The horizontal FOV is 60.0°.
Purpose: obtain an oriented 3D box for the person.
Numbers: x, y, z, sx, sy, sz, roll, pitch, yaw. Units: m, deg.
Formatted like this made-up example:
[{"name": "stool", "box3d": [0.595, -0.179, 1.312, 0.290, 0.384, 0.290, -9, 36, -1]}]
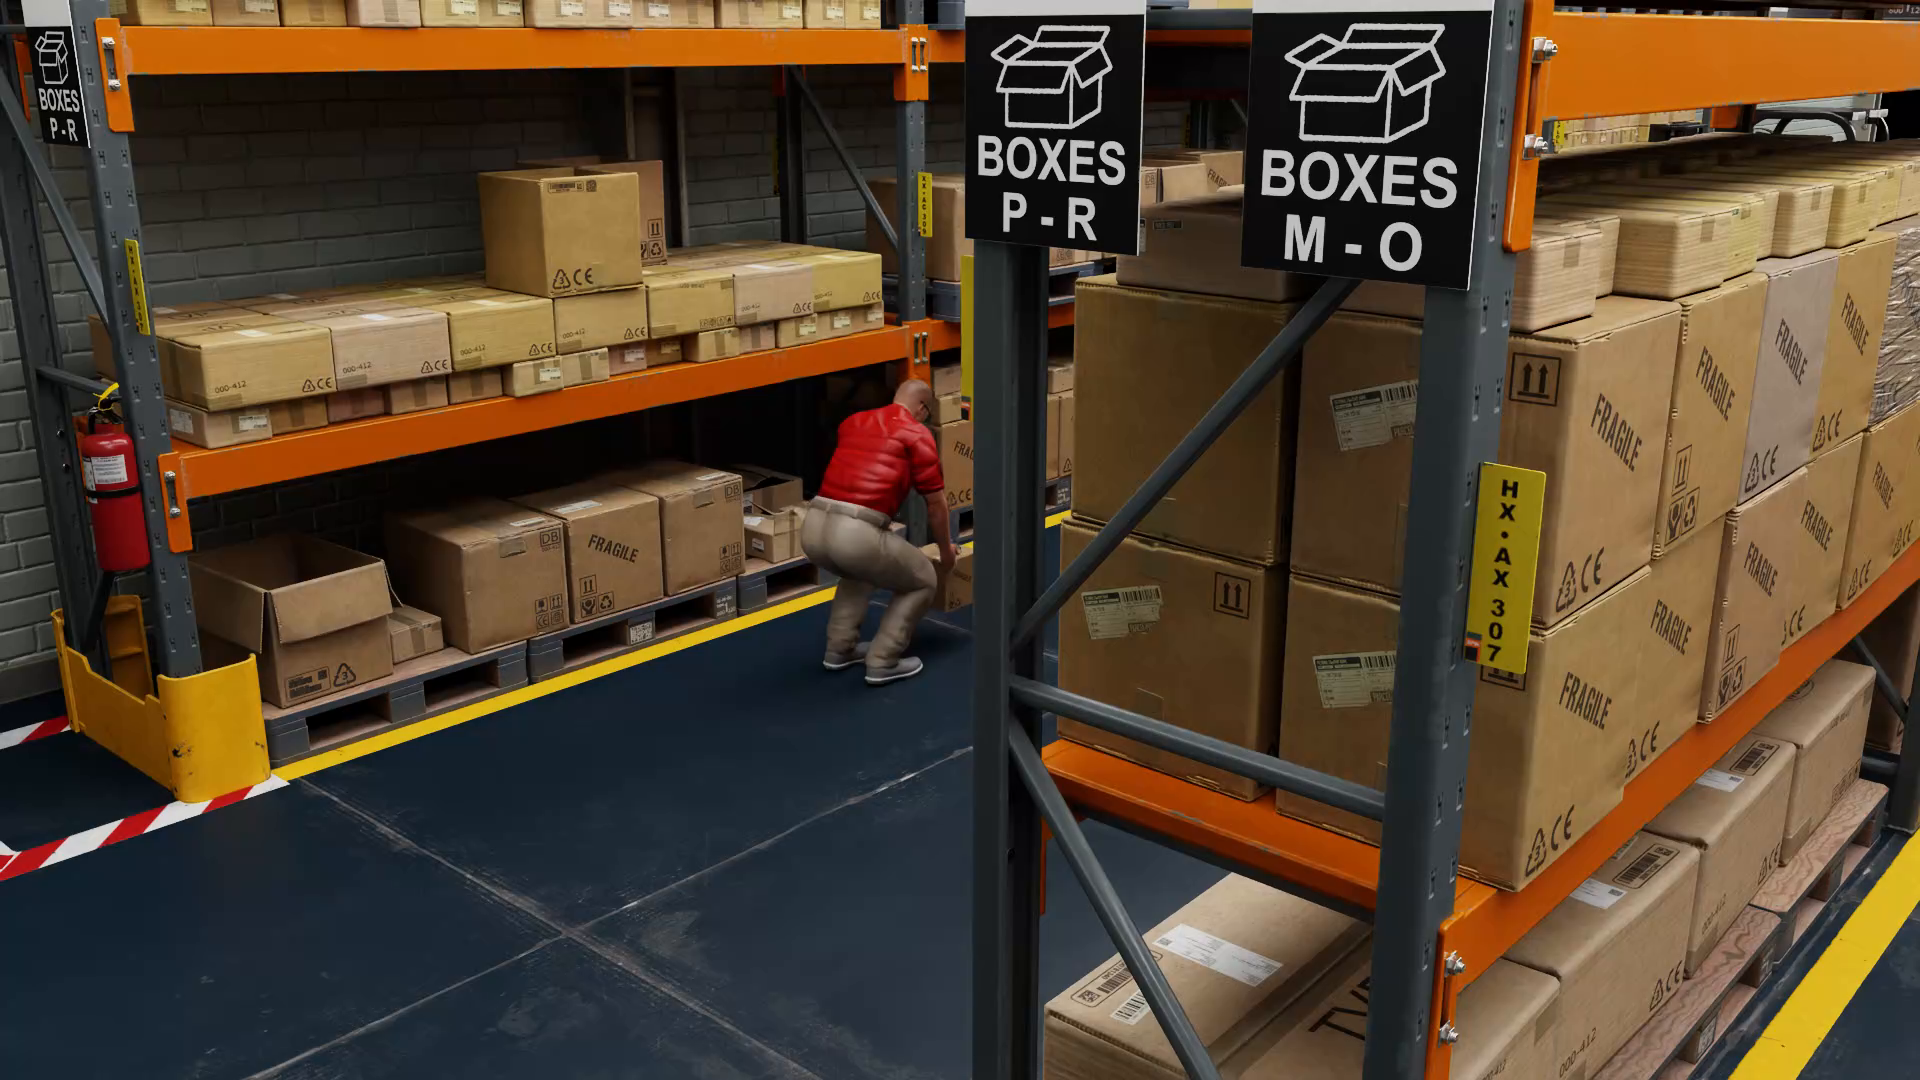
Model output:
[{"name": "person", "box3d": [-0.389, -0.046, 7.489, 0.589, 1.293, 0.767, 14, 22, 40]}]
